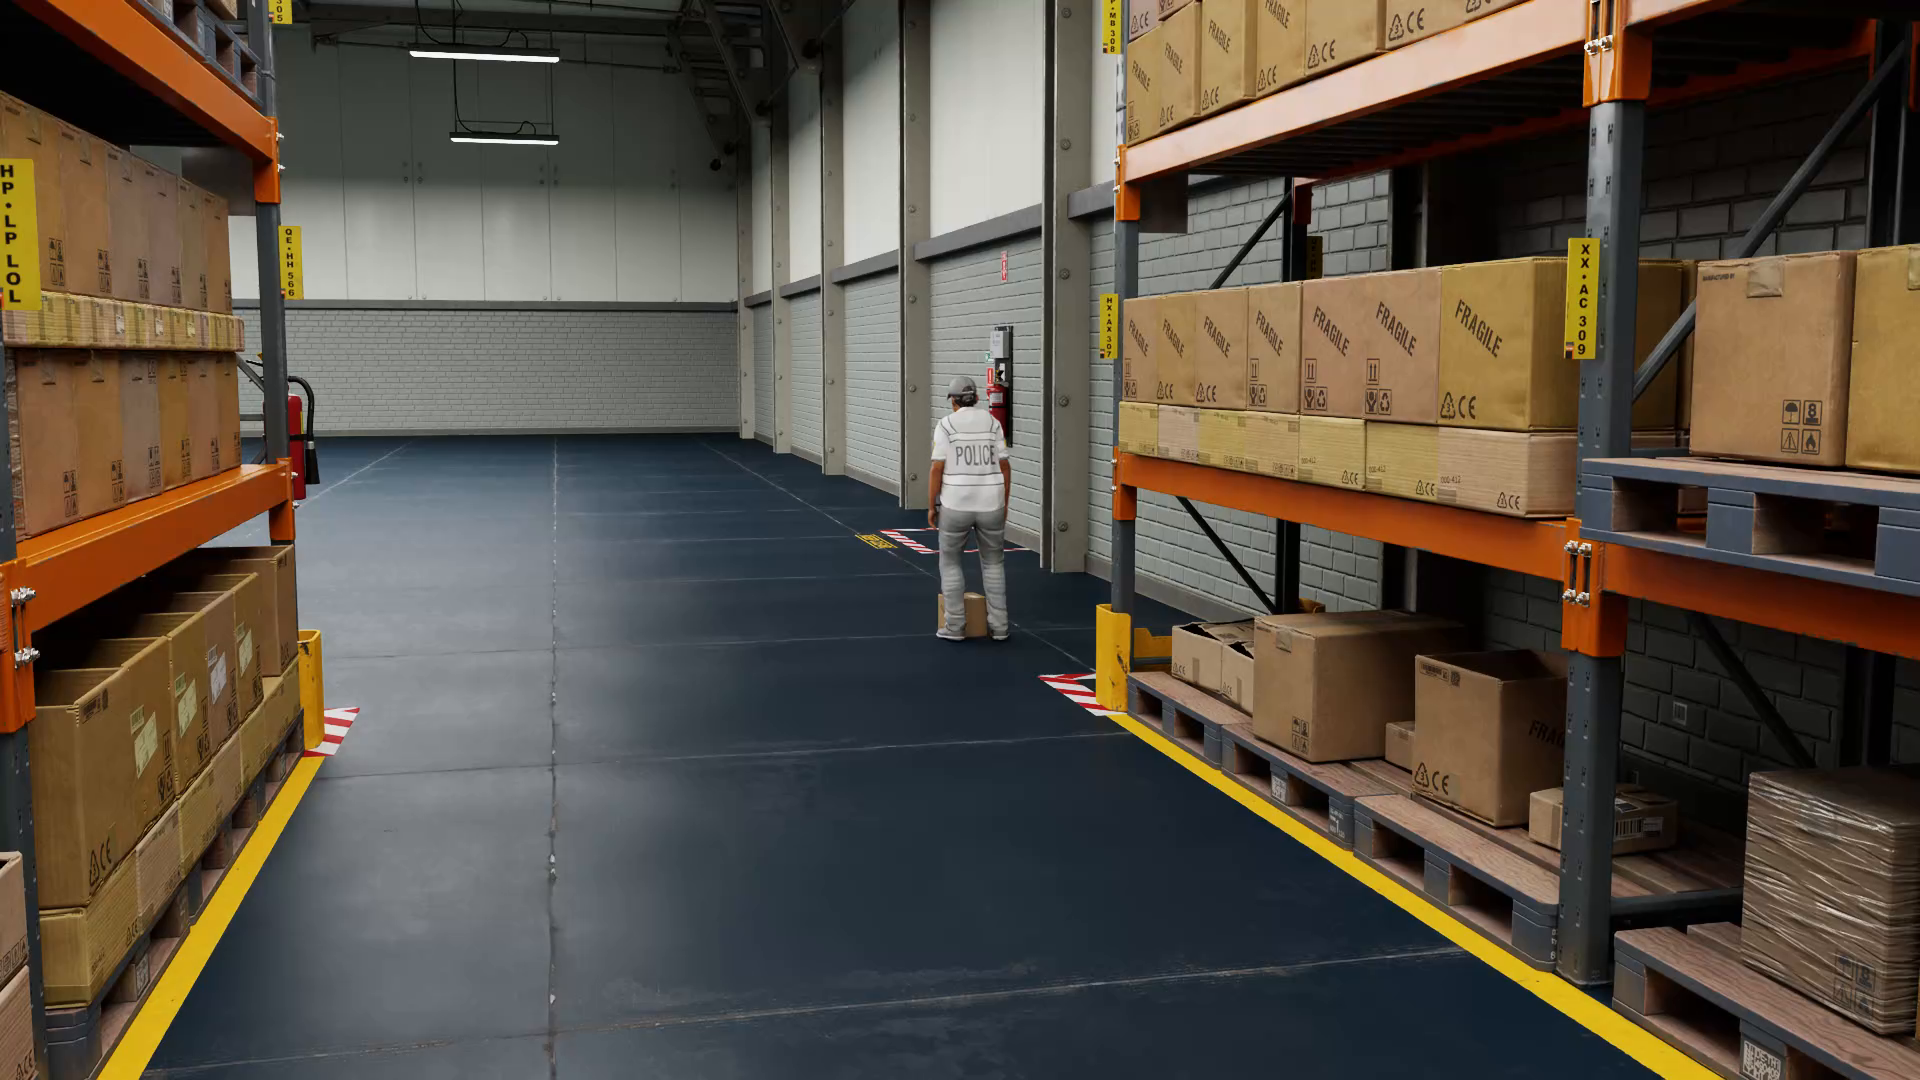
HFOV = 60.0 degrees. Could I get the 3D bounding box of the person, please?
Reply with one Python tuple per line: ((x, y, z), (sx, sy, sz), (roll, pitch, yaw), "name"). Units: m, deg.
((0.065, -0.196, 10.449), (0.554, 1.666, 0.470), (-2, 6, -15), "person")
